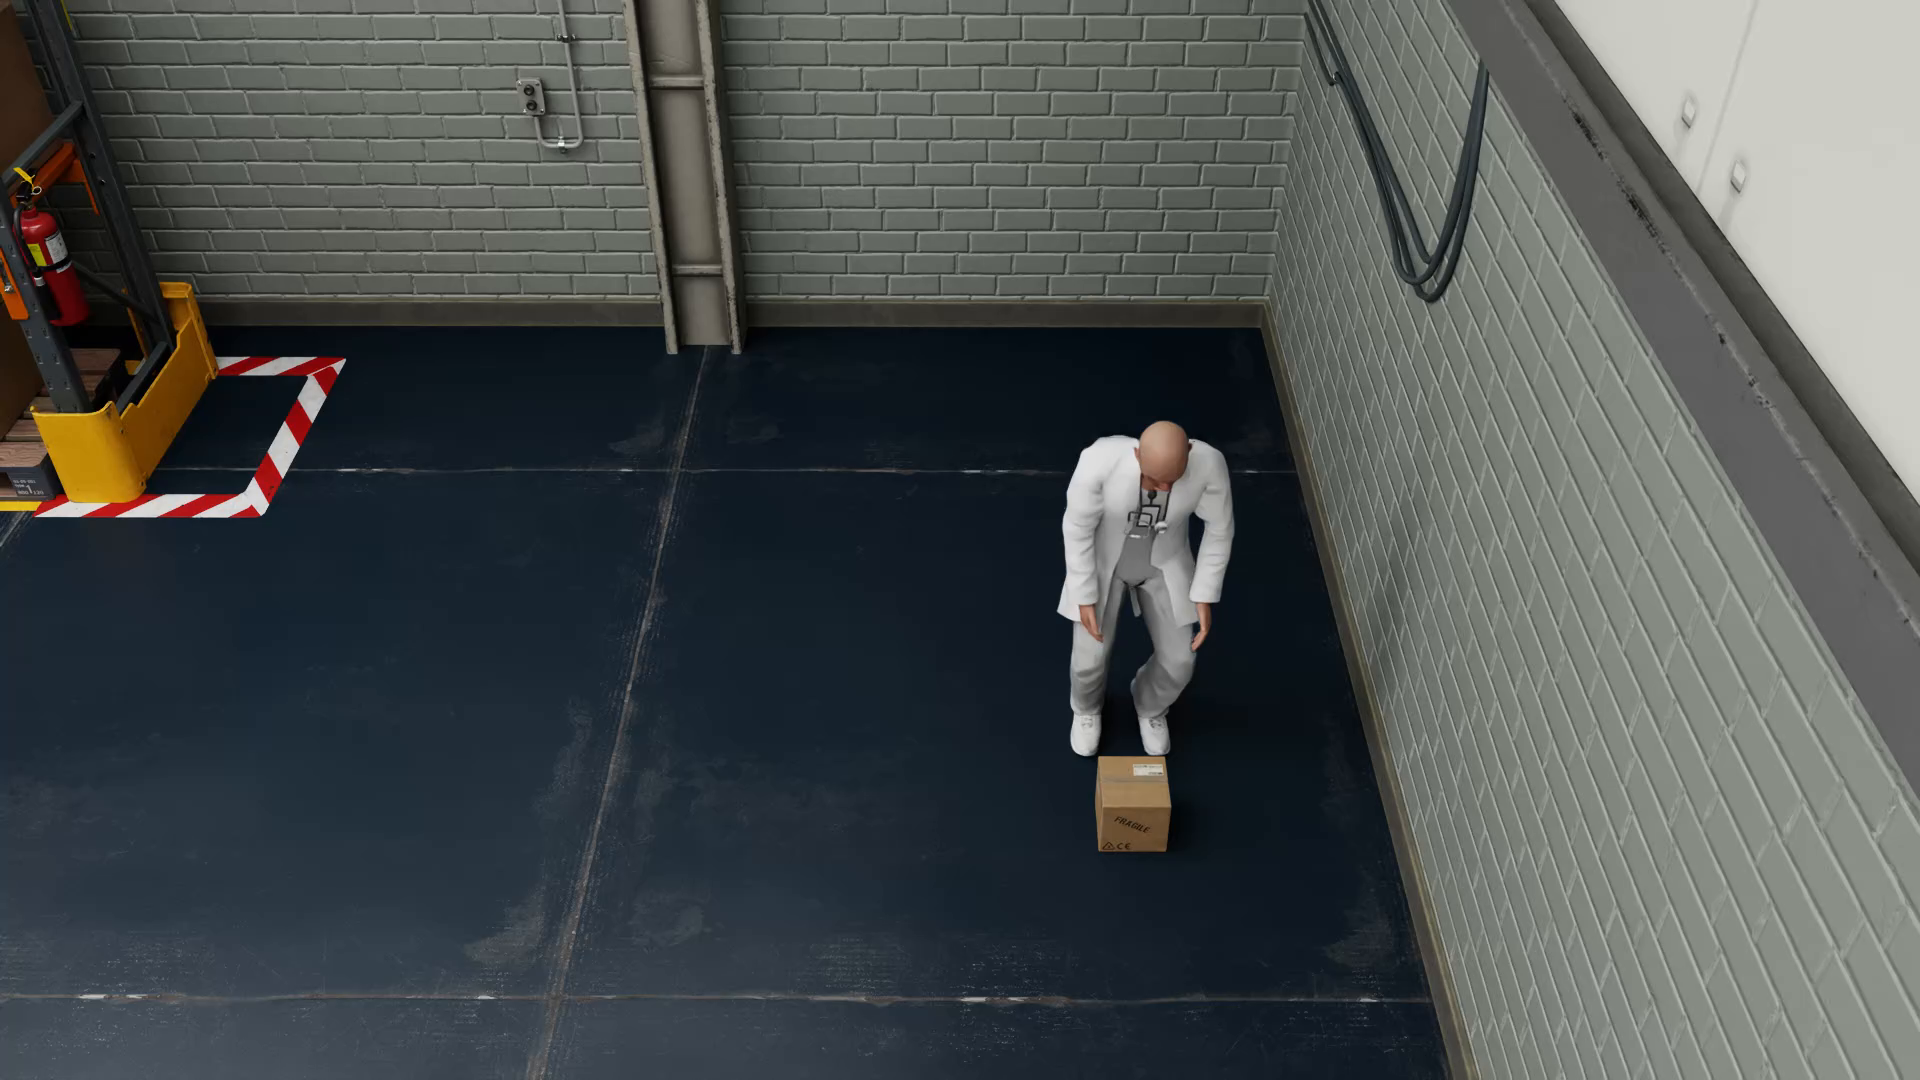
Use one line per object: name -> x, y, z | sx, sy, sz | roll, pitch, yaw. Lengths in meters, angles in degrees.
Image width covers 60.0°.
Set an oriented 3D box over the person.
person -> 0.674, 0.138, 6.144 | 0.621, 1.601, 0.564 | 0, 39, 1
